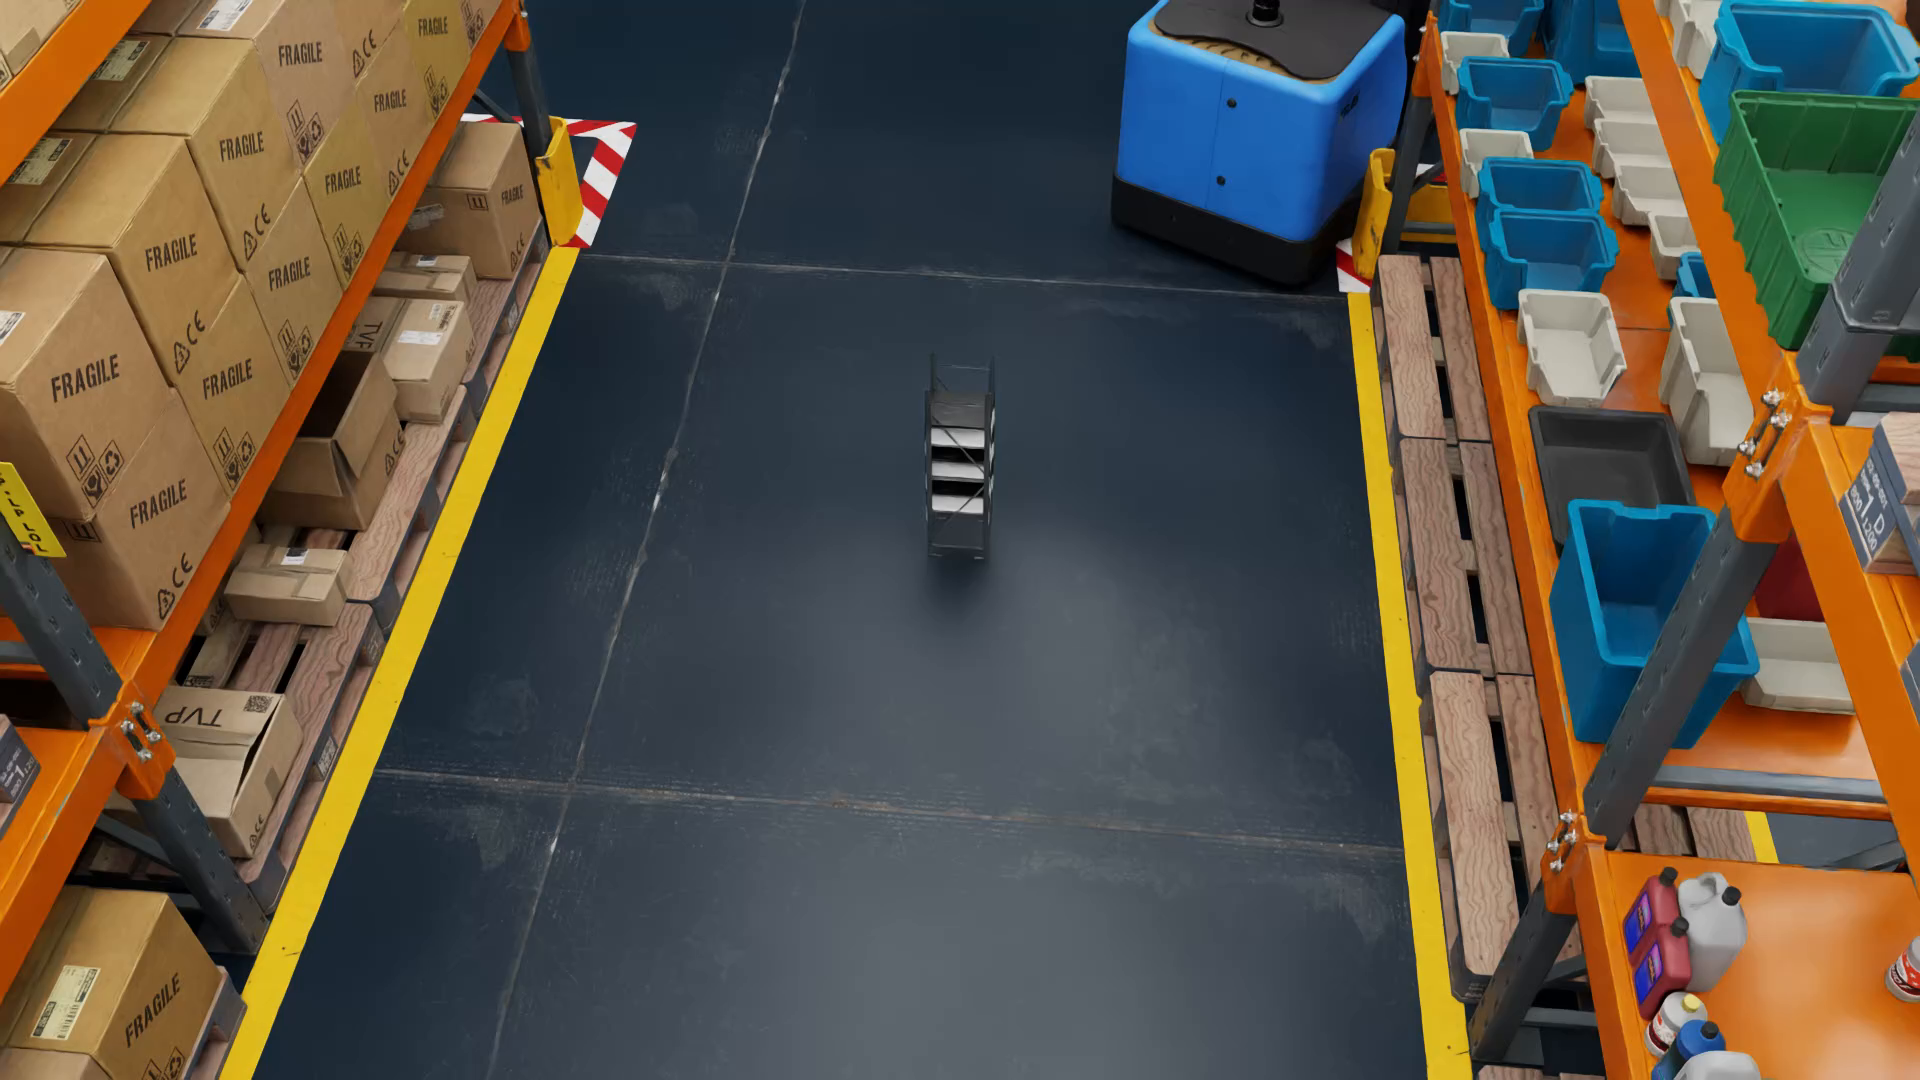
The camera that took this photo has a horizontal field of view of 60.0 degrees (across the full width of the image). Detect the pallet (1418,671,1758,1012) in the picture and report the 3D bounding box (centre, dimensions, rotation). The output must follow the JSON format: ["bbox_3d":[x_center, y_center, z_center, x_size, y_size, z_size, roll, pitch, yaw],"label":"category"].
[{"bbox_3d":[2.147,1.018,5.676,1.003,0.211,1.213,4,48,4],"label":"pallet"}]

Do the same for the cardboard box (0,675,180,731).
[{"bbox_3d":[-3.044,0.542,5.618,0.500,0.500,0.500,4,48,4],"label":"cardboard box"}]

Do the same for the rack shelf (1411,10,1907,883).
[{"bbox_3d":[2.301,-0.607,5.760,1.077,0.370,4.000,4,48,4],"label":"rack shelf"}]

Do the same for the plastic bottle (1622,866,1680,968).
[{"bbox_3d":[1.660,0.900,3.973,0.061,0.283,0.133,4,48,4],"label":"plastic bottle"}]

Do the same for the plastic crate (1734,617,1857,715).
[{"bbox_3d":[2.303,0.357,4.529,0.396,0.136,0.243,4,48,4],"label":"plastic crate"}]

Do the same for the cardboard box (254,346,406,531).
[{"bbox_3d":[-2.648,-0.403,6.479,0.797,0.503,0.637,4,48,4],"label":"cardboard box"}]

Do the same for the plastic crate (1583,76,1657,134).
[{"bbox_3d":[2.589,-1.639,6.354,0.396,0.136,0.243,4,48,4],"label":"plastic crate"}]

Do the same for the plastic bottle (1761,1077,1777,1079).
[{"bbox_3d":[1.790,1.265,3.695,0.097,0.201,0.097,0,48,0],"label":"plastic bottle"}]

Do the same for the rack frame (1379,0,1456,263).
[{"bbox_3d":[2.483,-2.319,6.838,1.000,3.000,0.127,4,48,4],"label":"rack frame"}]

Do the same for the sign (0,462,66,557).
[{"bbox_3d":[-2.261,-0.072,3.998,0.100,0.325,0.005,4,48,4],"label":"sign"}]

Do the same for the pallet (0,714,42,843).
[{"bbox_3d":[-2.995,0.929,3.998,1.003,0.211,1.213,4,48,4],"label":"pallet"}]

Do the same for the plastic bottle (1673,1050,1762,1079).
[{"bbox_3d":[1.664,1.245,3.662,0.152,0.276,0.135,4,48,4],"label":"plastic bottle"}]

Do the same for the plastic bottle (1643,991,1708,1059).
[{"bbox_3d":[1.656,1.112,3.835,0.097,0.201,0.097,0,48,0],"label":"plastic bottle"}]

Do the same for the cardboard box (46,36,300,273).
[{"bbox_3d":[-2.397,-1.171,5.043,0.500,0.500,0.500,3,48,2],"label":"cardboard box"}]

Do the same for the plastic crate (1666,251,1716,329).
[{"bbox_3d":[2.551,-0.757,5.482,0.416,0.233,0.300,4,48,4],"label":"plastic crate"}]

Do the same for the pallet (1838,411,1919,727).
[{"bbox_3d":[2.145,0.254,2.580,1.213,0.211,1.003,4,48,4],"label":"pallet"}]

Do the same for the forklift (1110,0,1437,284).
[{"bbox_3d":[1.948,-3.250,7.736,1.130,2.935,3.031,25,52,21],"label":"forklift"}]

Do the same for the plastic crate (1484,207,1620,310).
[{"bbox_3d":[1.986,-0.936,5.646,0.416,0.233,0.300,4,48,4],"label":"plastic crate"}]

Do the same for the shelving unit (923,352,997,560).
[{"bbox_3d":[0.001,-0.310,6.423,0.258,0.900,0.210,4,48,4],"label":"shelving unit"}]

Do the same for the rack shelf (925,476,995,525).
[{"bbox_3d":[0.001,-0.166,6.581,0.258,0.077,0.200,4,48,4],"label":"rack shelf"}]

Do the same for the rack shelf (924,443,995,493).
[{"bbox_3d":[0.001,-0.287,6.448,0.258,0.077,0.200,4,48,4],"label":"rack shelf"}]

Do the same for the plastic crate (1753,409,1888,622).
[{"bbox_3d":[2.450,-0.061,4.689,0.402,0.464,0.583,4,48,4],"label":"plastic crate"}]

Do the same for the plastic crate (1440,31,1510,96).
[{"bbox_3d":[2.021,-1.861,6.557,0.250,0.136,0.298,4,48,4],"label":"plastic crate"}]

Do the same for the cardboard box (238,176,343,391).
[{"bbox_3d":[-2.405,-0.850,5.426,0.500,0.500,0.500,4,48,3],"label":"cardboard box"}]

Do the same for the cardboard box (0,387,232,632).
[{"bbox_3d":[-2.496,-0.106,4.746,0.500,0.500,0.500,5,48,5],"label":"cardboard box"}]

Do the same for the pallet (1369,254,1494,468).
[{"bbox_3d":[2.369,-0.775,7.315,1.003,0.211,1.213,4,48,4],"label":"pallet"}]

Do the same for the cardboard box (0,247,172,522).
[{"bbox_3d":[-2.491,-0.414,4.351,0.500,0.500,0.500,5,48,5],"label":"cardboard box"}]

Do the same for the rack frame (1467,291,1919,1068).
[{"bbox_3d":[2.119,0.620,4.150,1.000,3.000,0.127,4,48,4],"label":"rack frame"}]

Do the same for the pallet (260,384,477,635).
[{"bbox_3d":[-2.642,-0.178,6.770,1.003,0.211,1.213,4,48,4],"label":"pallet"}]

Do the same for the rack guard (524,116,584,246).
[{"bbox_3d":[-2.456,-1.756,8.017,1.175,0.500,0.348,4,48,4],"label":"rack guard"}]

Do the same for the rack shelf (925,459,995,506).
[{"bbox_3d":[0.001,-0.226,6.514,0.258,0.077,0.200,4,48,4],"label":"rack shelf"}]

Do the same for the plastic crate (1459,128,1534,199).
[{"bbox_3d":[1.959,-1.362,6.101,0.250,0.136,0.298,4,48,4],"label":"plastic crate"}]

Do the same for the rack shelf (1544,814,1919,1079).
[{"bbox_3d":[1.936,2.333,3.071,1.077,0.370,4.000,4,48,4],"label":"rack shelf"}]

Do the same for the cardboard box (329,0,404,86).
[{"bbox_3d":[-2.304,-1.928,5.735,0.500,0.500,0.500,5,48,5],"label":"cardboard box"}]

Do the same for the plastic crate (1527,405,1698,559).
[{"bbox_3d":[1.953,-0.148,4.998,0.437,0.125,0.590,4,48,4],"label":"plastic crate"}]

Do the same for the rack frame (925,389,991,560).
[{"bbox_3d":[-0.009,-0.235,6.355,0.240,0.900,0.006,4,48,4],"label":"rack frame"}]

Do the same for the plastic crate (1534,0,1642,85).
[{"bbox_3d":[2.639,-2.093,6.567,0.616,0.435,0.499,4,48,4],"label":"plastic crate"}]

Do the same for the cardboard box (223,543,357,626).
[{"bbox_3d":[-2.491,0.162,6.191,0.380,0.166,0.250,4,48,4],"label":"cardboard box"}]

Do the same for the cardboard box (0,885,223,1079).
[{"bbox_3d":[-2.573,1.361,4.868,0.500,0.500,0.500,4,48,3],"label":"cardboard box"}]

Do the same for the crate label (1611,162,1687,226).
[{"bbox_3d":[2.547,-1.221,5.972,0.396,0.136,0.243,4,48,4],"label":"crate label"}]

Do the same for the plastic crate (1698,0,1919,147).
[{"bbox_3d":[1.884,-1.026,3.736,0.416,0.233,0.300,4,48,4],"label":"plastic crate"}]

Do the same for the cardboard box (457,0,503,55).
[{"bbox_3d":[-2.219,-2.341,6.791,0.500,0.500,0.500,5,48,5],"label":"cardboard box"}]

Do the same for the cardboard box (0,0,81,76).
[{"bbox_3d":[-2.473,-1.385,4.053,0.500,0.250,0.500,4,48,4],"label":"cardboard box"}]

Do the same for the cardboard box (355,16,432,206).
[{"bbox_3d":[-2.314,-1.594,6.107,0.500,0.500,0.500,4,48,4],"label":"cardboard box"}]

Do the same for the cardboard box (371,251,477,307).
[{"bbox_3d":[-2.380,-1.140,7.381,0.380,0.166,0.250,4,48,4],"label":"cardboard box"}]

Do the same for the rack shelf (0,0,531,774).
[{"bbox_3d":[-2.631,-0.943,6.067,1.077,0.370,4.000,4,48,4],"label":"rack shelf"}]
